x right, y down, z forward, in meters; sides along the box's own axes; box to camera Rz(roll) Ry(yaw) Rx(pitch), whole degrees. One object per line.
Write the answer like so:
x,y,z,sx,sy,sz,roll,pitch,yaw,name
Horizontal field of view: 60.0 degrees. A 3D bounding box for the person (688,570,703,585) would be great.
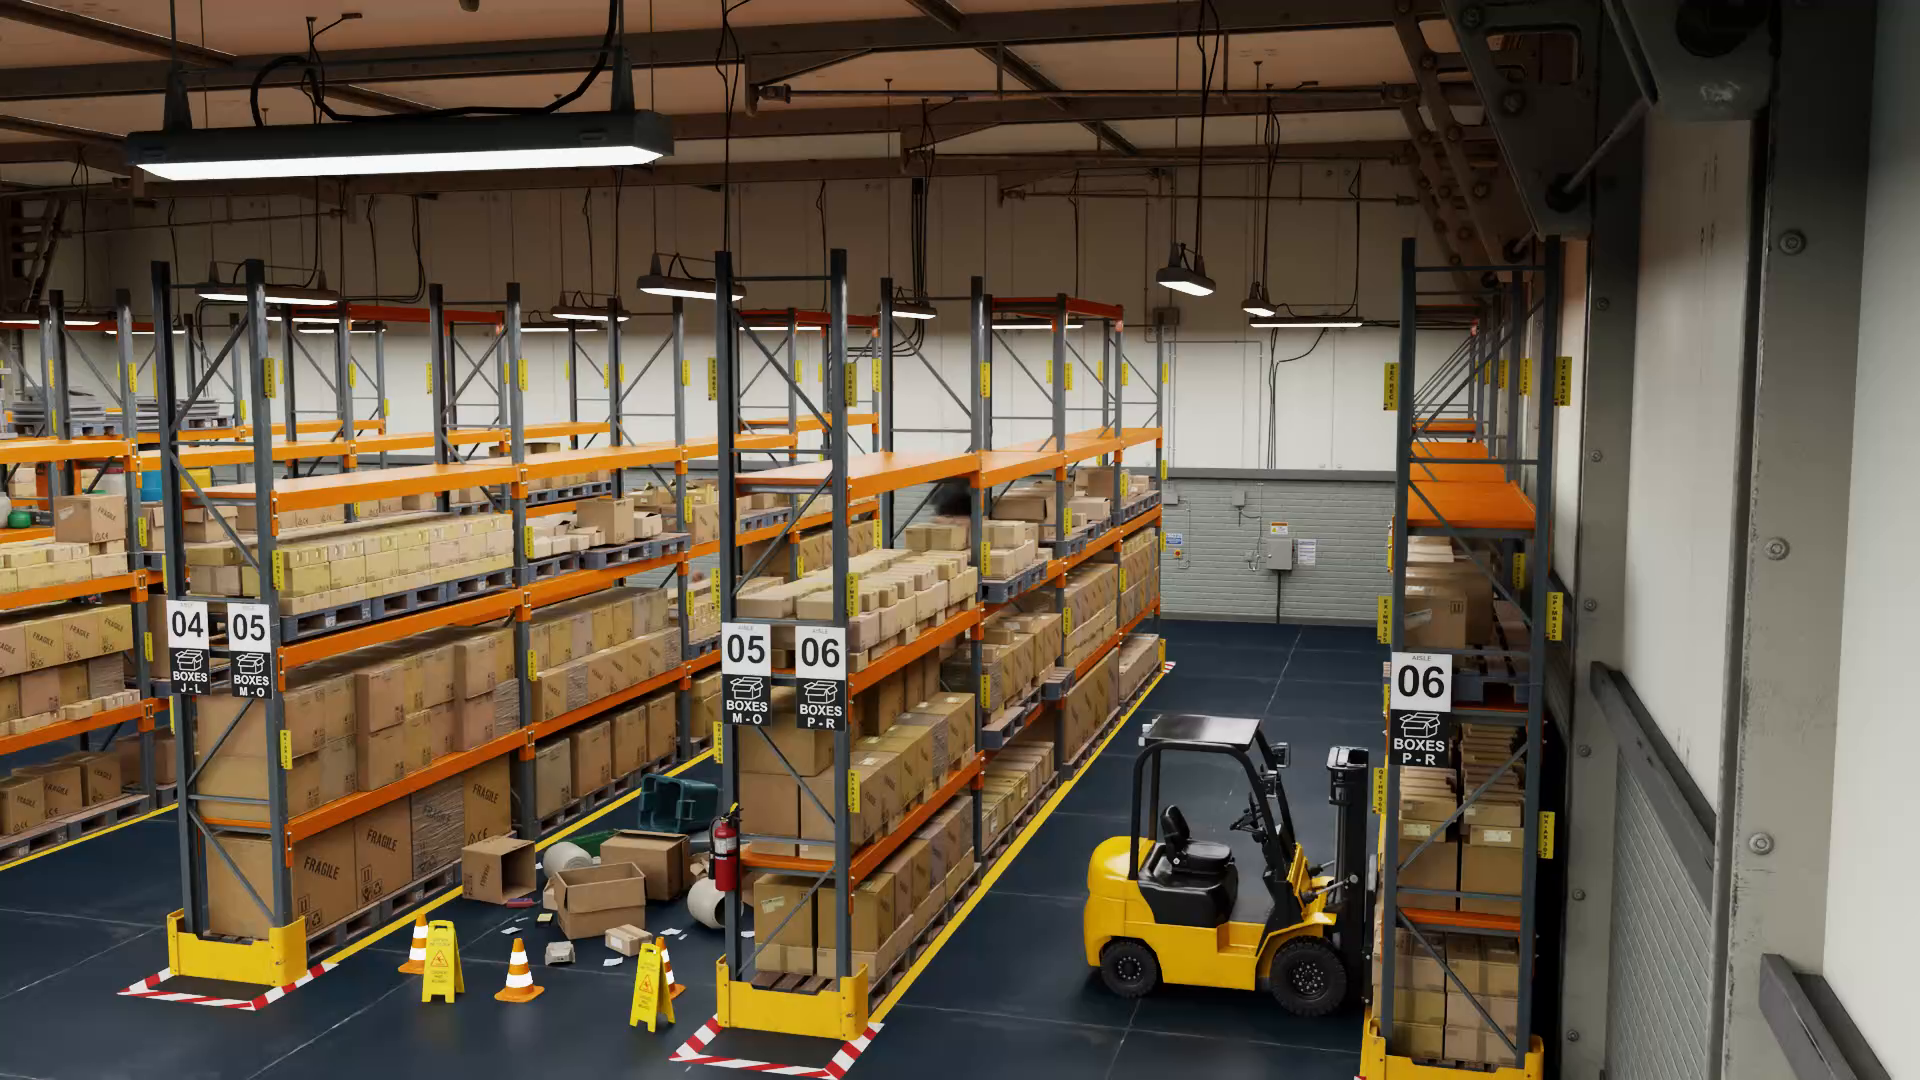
-4.349,1.443,27.350,0.669,1.739,0.806,1,6,12,person
